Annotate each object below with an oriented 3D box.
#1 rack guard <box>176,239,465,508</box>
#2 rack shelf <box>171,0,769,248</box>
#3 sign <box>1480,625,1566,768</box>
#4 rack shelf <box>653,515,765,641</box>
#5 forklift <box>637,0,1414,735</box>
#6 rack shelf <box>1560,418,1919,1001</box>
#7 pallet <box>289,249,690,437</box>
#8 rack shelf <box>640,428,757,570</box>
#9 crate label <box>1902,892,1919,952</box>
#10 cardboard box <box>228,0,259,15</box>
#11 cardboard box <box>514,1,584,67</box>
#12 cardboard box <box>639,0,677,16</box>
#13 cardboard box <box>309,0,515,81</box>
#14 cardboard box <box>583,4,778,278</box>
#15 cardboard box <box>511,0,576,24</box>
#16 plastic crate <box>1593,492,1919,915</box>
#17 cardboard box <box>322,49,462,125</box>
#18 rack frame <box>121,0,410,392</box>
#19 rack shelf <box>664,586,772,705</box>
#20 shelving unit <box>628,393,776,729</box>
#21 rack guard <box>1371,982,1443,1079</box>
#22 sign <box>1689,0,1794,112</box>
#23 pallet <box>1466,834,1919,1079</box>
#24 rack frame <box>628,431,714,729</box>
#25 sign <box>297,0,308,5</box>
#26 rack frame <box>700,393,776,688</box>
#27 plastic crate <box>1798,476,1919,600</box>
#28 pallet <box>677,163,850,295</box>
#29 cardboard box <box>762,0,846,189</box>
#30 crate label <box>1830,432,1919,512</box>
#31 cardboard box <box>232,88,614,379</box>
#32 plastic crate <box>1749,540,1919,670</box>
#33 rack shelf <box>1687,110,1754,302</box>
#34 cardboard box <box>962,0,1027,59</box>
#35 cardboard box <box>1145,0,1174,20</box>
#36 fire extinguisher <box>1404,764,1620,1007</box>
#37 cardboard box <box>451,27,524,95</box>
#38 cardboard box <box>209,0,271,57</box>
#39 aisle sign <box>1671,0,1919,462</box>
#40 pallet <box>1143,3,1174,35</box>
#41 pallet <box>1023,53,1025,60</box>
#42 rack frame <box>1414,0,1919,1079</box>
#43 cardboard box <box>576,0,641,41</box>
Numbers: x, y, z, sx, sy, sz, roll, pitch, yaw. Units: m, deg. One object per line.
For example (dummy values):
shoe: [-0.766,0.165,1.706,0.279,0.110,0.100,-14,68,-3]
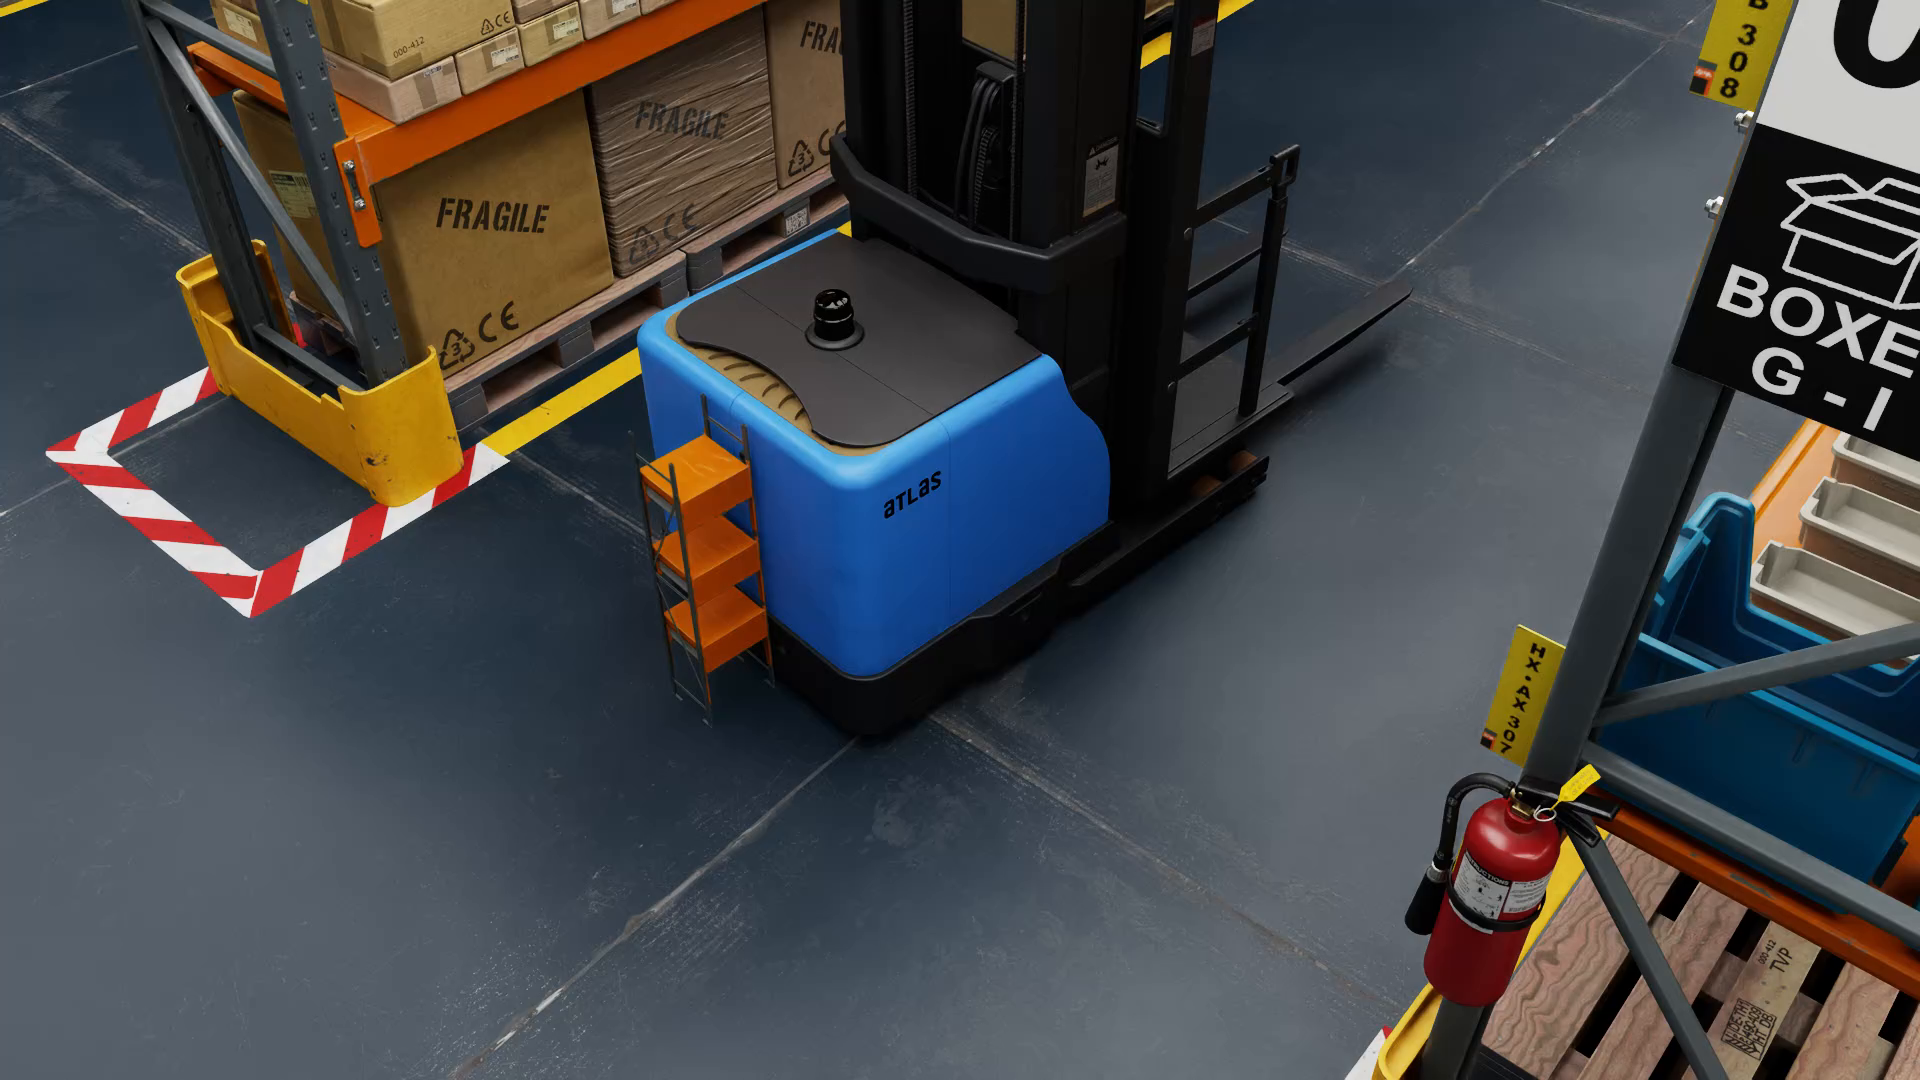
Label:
rack guard: [-2.333,-0.623,6.064,1.175,0.500,0.348,29,50,28]
rack shelf: [-1.030,-2.324,6.611,1.077,0.370,4.000,29,50,28]
sign: [1.042,0.294,3.076,0.100,0.325,0.005,29,50,28]
rack shelf: [-0.741,0.093,4.883,0.240,0.259,0.215,-33,51,-31]
forklift: [0.451,-1.373,5.081,3.031,2.935,1.130,-33,51,-31]
rack shelf: [2.760,-0.180,4.252,1.077,0.370,4.000,29,50,28]
pallet: [-1.863,-0.974,6.664,1.003,0.211,1.213,29,50,28]
rack shelf: [-0.741,-0.117,4.692,0.240,0.259,0.215,-33,51,-31]
crate label: [1.884,0.639,2.897,0.416,0.233,0.303,29,50,28]
cardboard box: [-2.209,-1.979,5.587,0.500,0.250,0.500,29,50,28]
cardboard box: [-1.508,-1.772,5.656,0.380,0.149,0.250,28,49,28]
cardboard box: [-1.177,-2.037,5.948,0.380,0.149,0.250,29,49,28]
cardboard box: [-1.802,-1.745,5.330,0.500,0.250,0.500,28,49,27]
cardboard box: [-1.381,-1.762,6.726,0.875,0.875,0.875,29,50,28]
cardboard box: [-1.473,-2.016,5.627,0.500,0.250,0.500,29,50,28]
plastic crate: [1.546,0.296,3.124,0.616,0.435,0.499,29,50,28]
cardboard box: [-1.837,-1.507,5.365,0.380,0.149,0.250,30,50,29]
rack frame: [-2.318,-1.560,5.236,1.000,3.000,0.127,29,50,28]
rack shelf: [-0.741,0.299,5.070,0.240,0.259,0.215,-33,51,-31]
shelving unit: [-0.741,0.085,4.876,0.252,1.050,0.215,-33,51,-31]
rack guard: [1.468,1.527,3.699,1.175,0.500,0.348,29,50,28]
sign: [1.042,-0.717,2.157,0.100,0.325,0.005,29,50,28]
pallet: [2.034,1.208,4.265,1.003,0.211,1.213,29,50,28]
rack frame: [-0.830,0.142,4.813,0.008,1.050,0.200,-33,51,-31]
sign: [-1.897,-1.667,4.651,0.100,0.325,0.005,29,50,28]
rack frame: [-0.653,0.029,4.938,0.008,1.050,0.200,-33,51,-31]
plastic crate: [2.057,0.018,3.652,0.396,0.136,0.243,29,50,28]
pallet: [-1.078,-1.599,7.352,1.003,0.211,1.213,29,50,28]
cardboard box: [-0.809,-2.221,7.230,0.875,0.875,0.875,29,50,28]
crate label: [2.218,-0.136,3.821,0.396,0.136,0.243,29,50,28]
cardboard box: [-1.967,-1.294,6.210,0.875,0.875,0.875,29,50,28]
plastic crate: [1.860,0.161,3.494,0.396,0.136,0.243,29,50,28]
rack shelf: [2.760,-1.289,3.243,1.077,0.370,4.000,29,50,28]
cardboard box: [-0.229,-2.684,7.739,0.875,0.875,0.875,29,50,28]
cardboard box: [0.653,-3.327,8.447,1.225,0.875,0.875,30,50,29]
fire extinguisher: [1.028,0.632,3.160,0.296,0.674,0.183,29,50,28]
cardboard box: [-1.673,-1.640,5.511,0.380,0.149,0.250,29,50,28]
cardboard box: [-2.340,-1.793,5.679,0.380,0.149,0.250,30,50,29]
aisle sign: [1.203,-0.467,2.102,0.394,0.787,0.004,29,50,28]
pallet: [0.696,-3.018,8.912,1.003,0.211,1.213,29,50,28]
pallet: [-0.293,-2.231,8.046,1.003,0.211,1.213,29,50,28]
rack frame: [1.471,0.583,2.879,0.949,2.616,0.053,29,50,28]
cardboard box: [-1.341,-1.907,5.804,0.380,0.149,0.250,29,50,28]
